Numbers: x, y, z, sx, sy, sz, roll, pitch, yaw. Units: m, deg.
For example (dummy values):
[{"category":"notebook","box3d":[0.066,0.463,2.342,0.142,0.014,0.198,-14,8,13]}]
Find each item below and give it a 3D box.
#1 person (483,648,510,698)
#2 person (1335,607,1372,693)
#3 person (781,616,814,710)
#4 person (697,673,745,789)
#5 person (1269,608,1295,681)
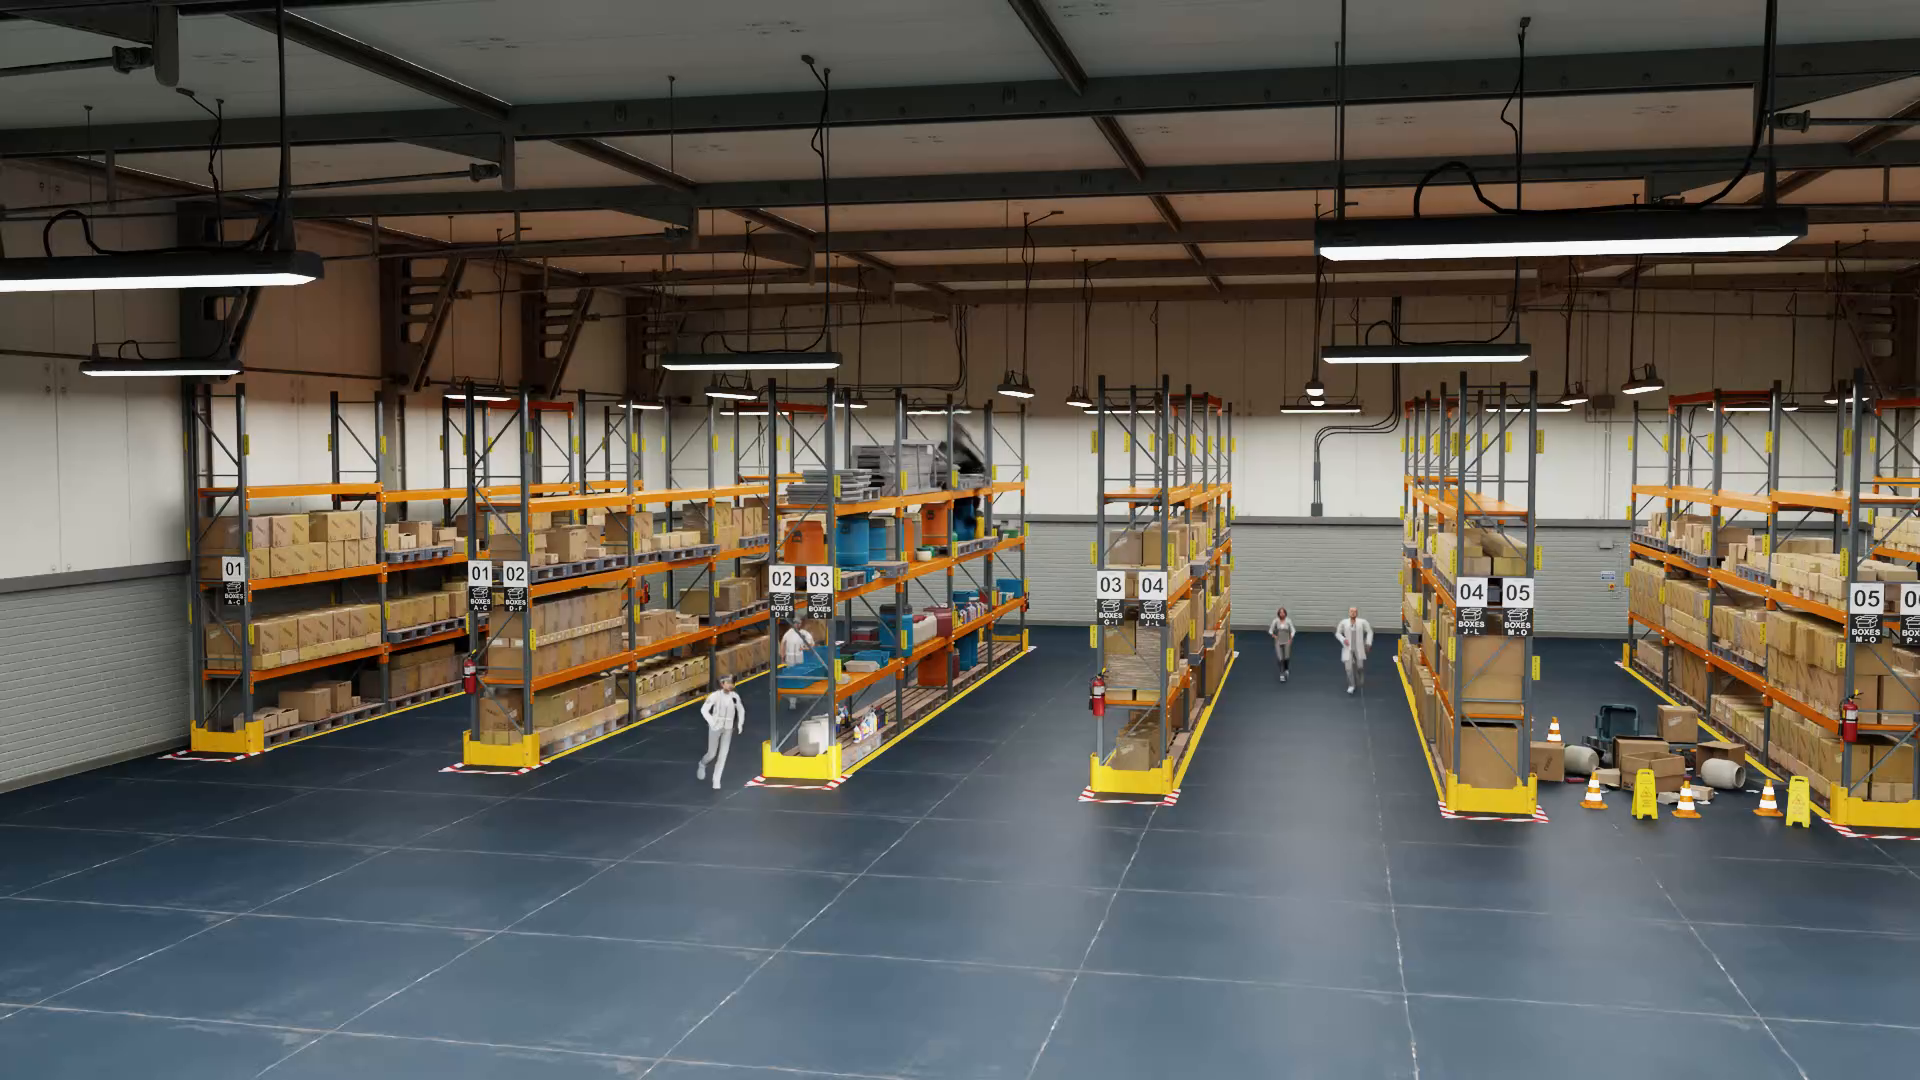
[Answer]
[{"category":"person","box3d":[-8.070,2.476,29.058,0.634,1.789,0.893,0,3,7]},{"category":"person","box3d":[7.985,2.221,33.715,0.737,1.729,0.660,1,3,12]},{"category":"person","box3d":[-3.098,2.306,31.648,0.674,1.753,0.920,0,3,2]},{"category":"person","box3d":[-3.482,2.776,24.492,0.678,1.651,0.728,-1,4,-24]},{"category":"person","box3d":[6.799,2.218,35.140,0.540,1.542,0.522,1,3,12]}]
